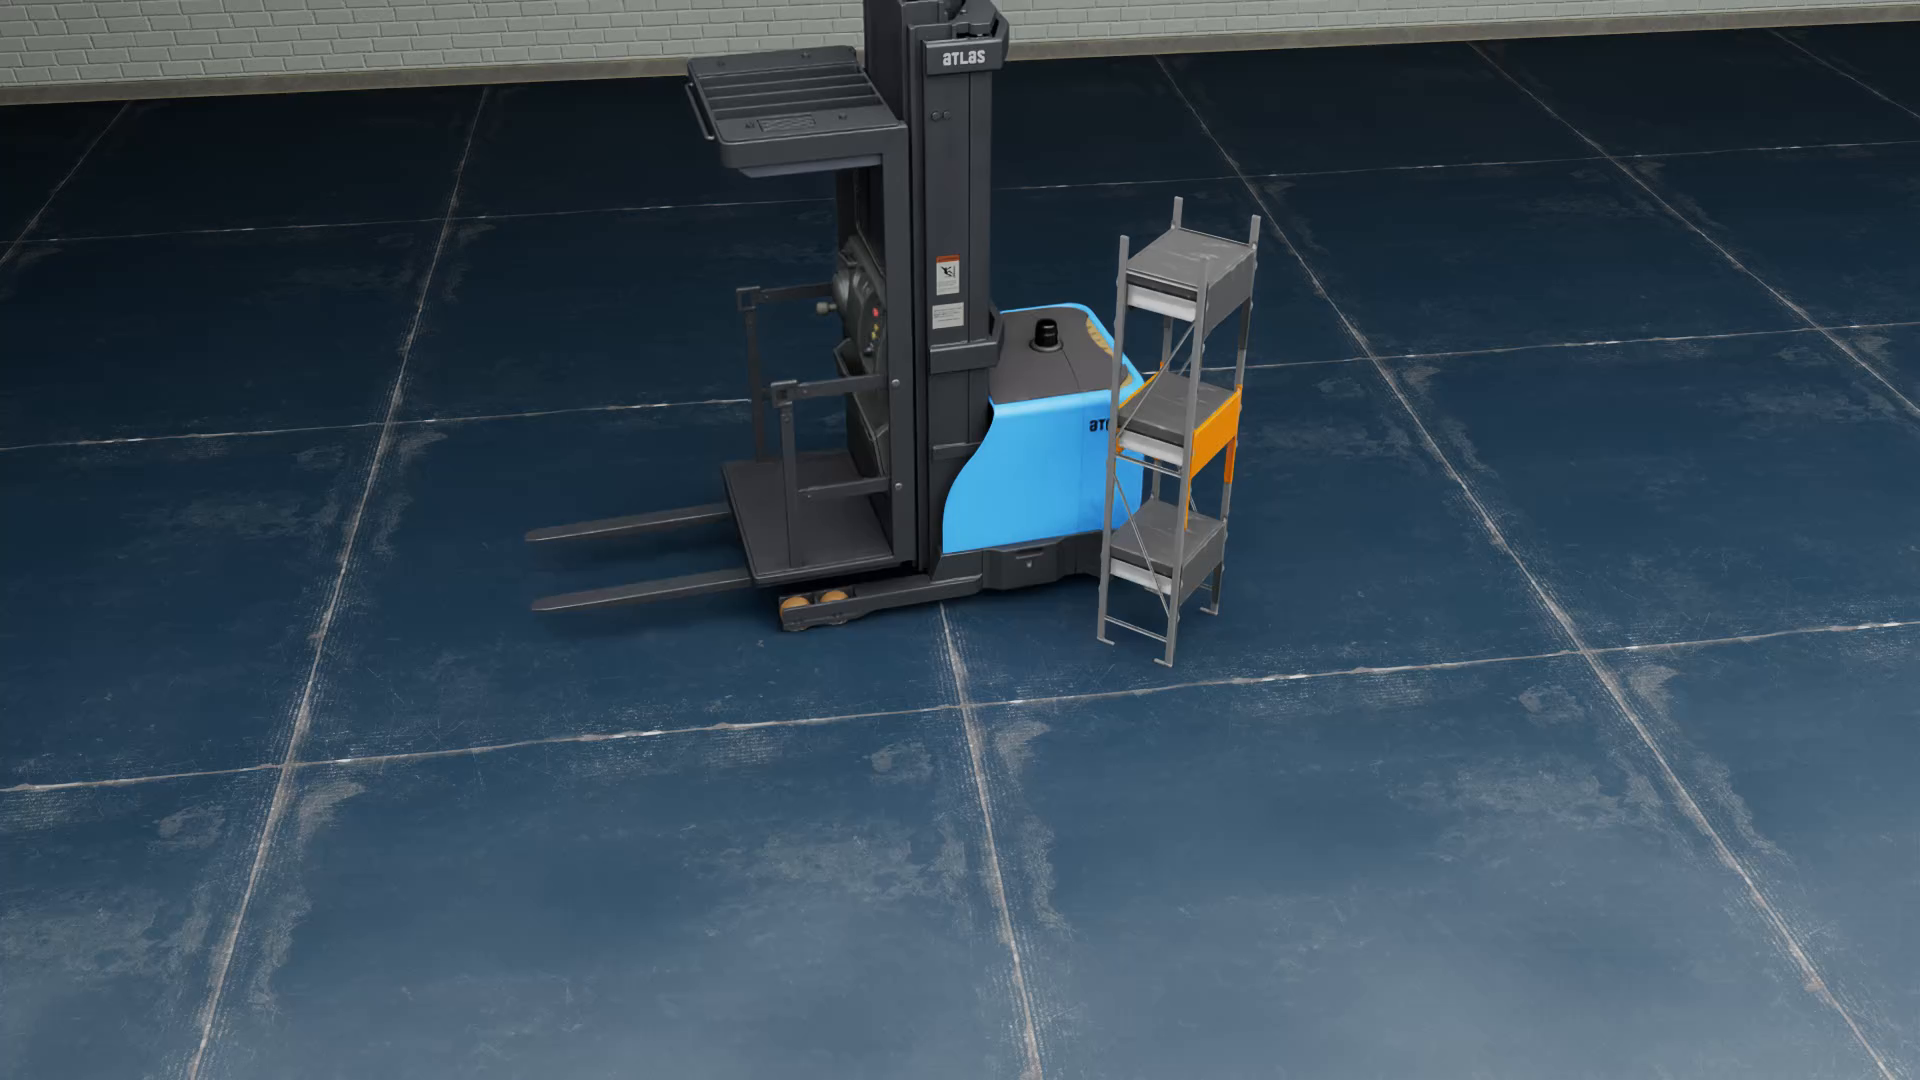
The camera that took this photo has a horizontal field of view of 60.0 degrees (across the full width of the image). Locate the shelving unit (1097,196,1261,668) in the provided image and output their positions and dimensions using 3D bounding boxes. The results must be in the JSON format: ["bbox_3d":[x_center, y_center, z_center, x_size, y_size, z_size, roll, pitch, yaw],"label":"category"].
[{"bbox_3d":[0.966,-0.442,7.534,0.431,2.100,0.503,20,39,27],"label":"shelving unit"}]

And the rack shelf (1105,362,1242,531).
[{"bbox_3d":[0.966,-0.431,7.542,0.431,0.518,0.480,20,39,27],"label":"rack shelf"}]

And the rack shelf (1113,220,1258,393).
[{"bbox_3d":[0.966,-1.009,7.148,0.431,0.518,0.480,20,39,27],"label":"rack shelf"}]

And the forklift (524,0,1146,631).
[{"bbox_3d":[-0.654,-1.097,7.758,3.031,2.935,1.130,-9,35,-12],"label":"forklift"}]

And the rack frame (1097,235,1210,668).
[{"bbox_3d":[0.833,-0.327,7.365,0.400,2.100,0.015,20,39,27],"label":"rack frame"}]

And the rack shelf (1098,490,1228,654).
[{"bbox_3d":[0.966,0.148,7.936,0.431,0.518,0.480,20,39,27],"label":"rack shelf"}]

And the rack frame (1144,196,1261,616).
[{"bbox_3d":[1.099,-0.557,7.703,0.400,2.100,0.015,20,39,27],"label":"rack frame"}]
